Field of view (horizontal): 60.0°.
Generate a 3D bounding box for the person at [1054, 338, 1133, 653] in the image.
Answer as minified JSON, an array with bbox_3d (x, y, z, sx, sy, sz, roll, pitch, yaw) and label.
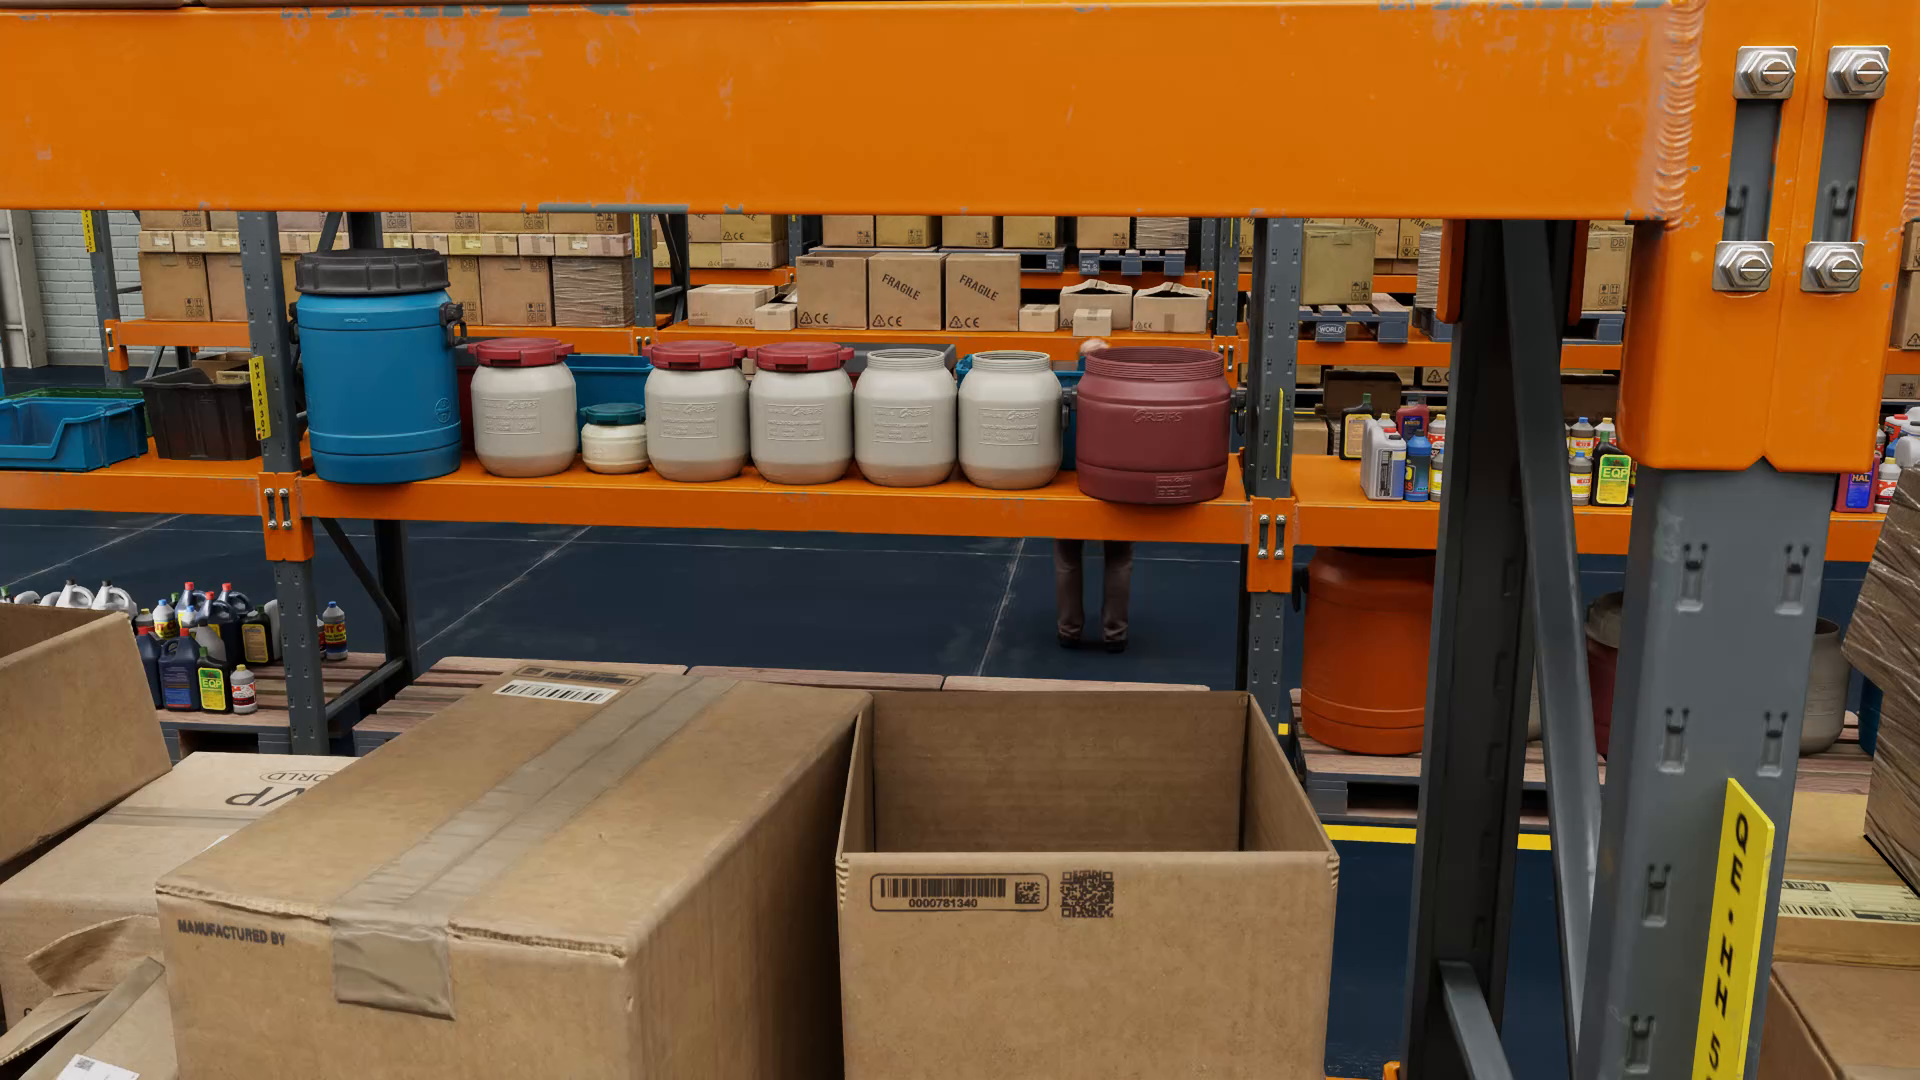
[{"bbox_3d":[0.695,-0.237,8.792,0.470,1.600,0.675,1,14,5],"label":"person"}]
